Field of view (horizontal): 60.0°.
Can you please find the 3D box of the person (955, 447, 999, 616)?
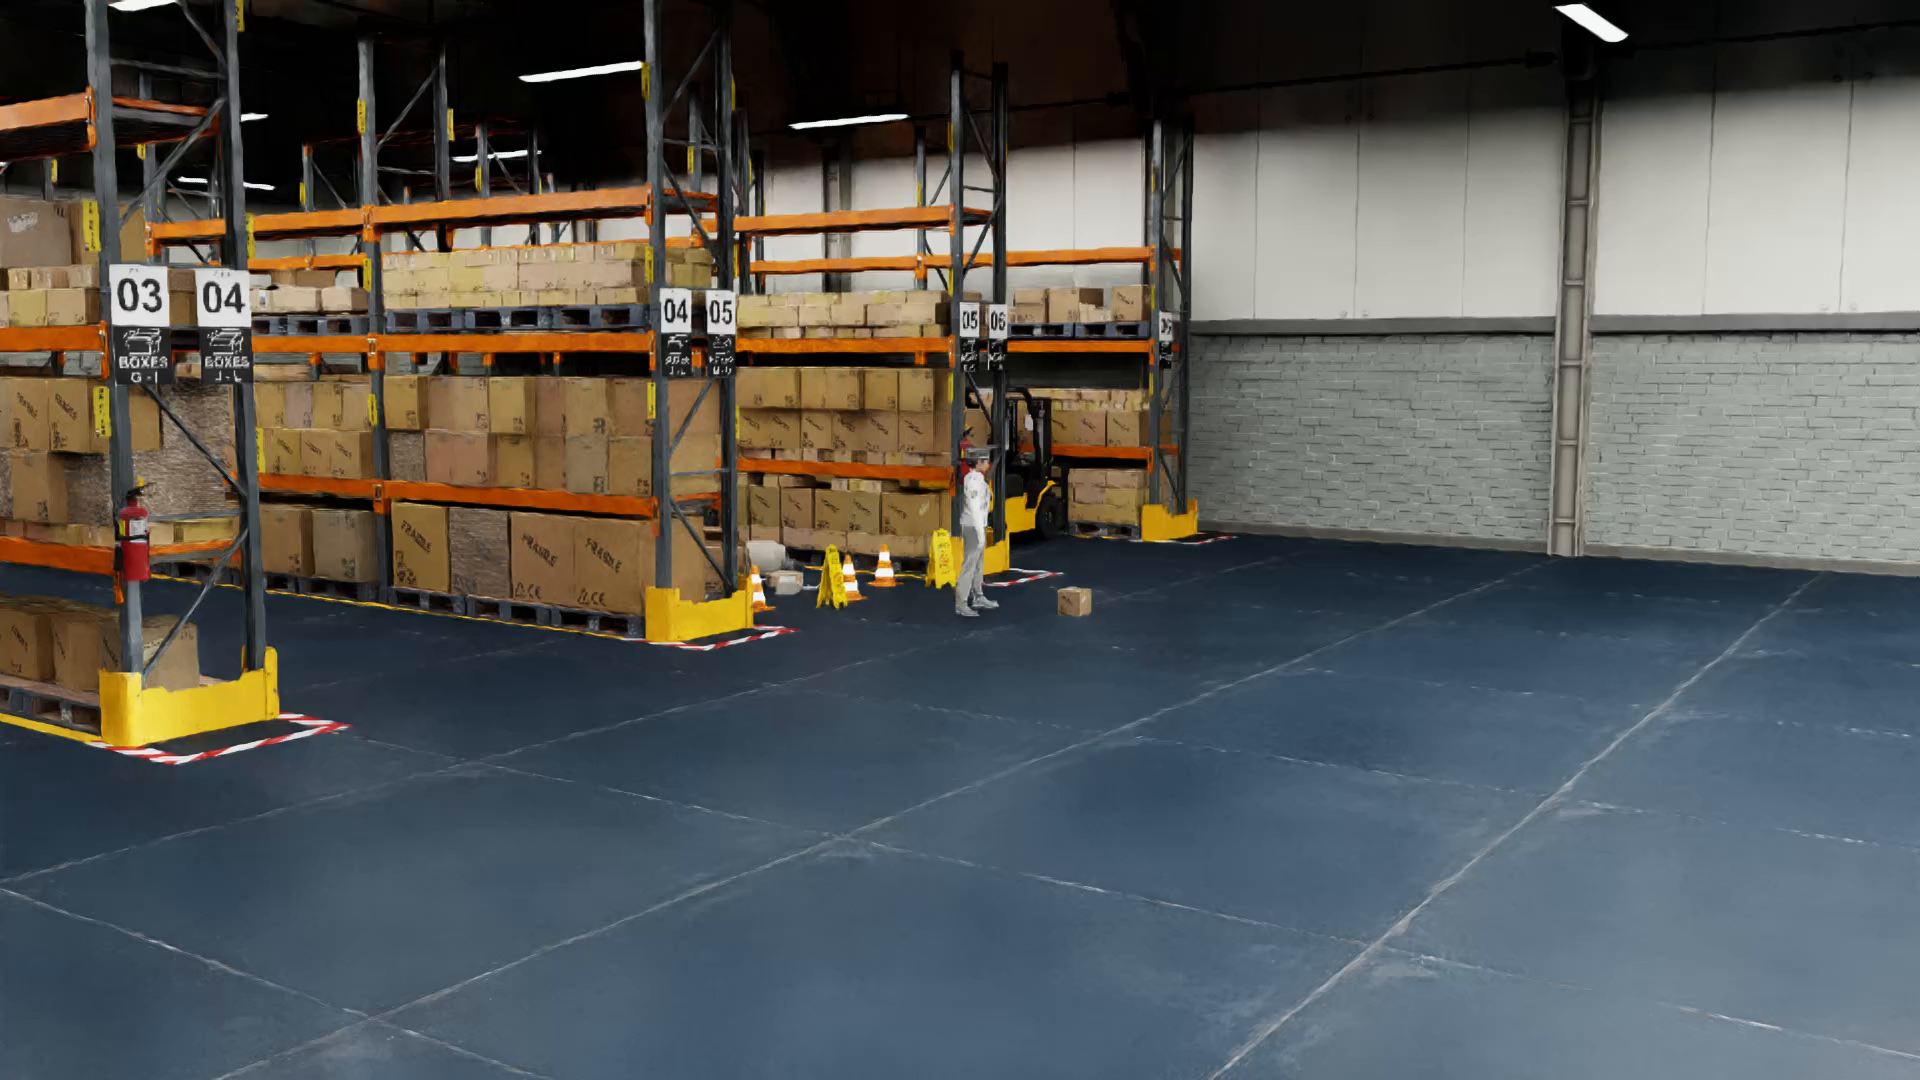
[{"bbox_3d":[0.174,-0.100,16.699,0.462,1.667,0.631,0,6,-2],"label":"person"}]
